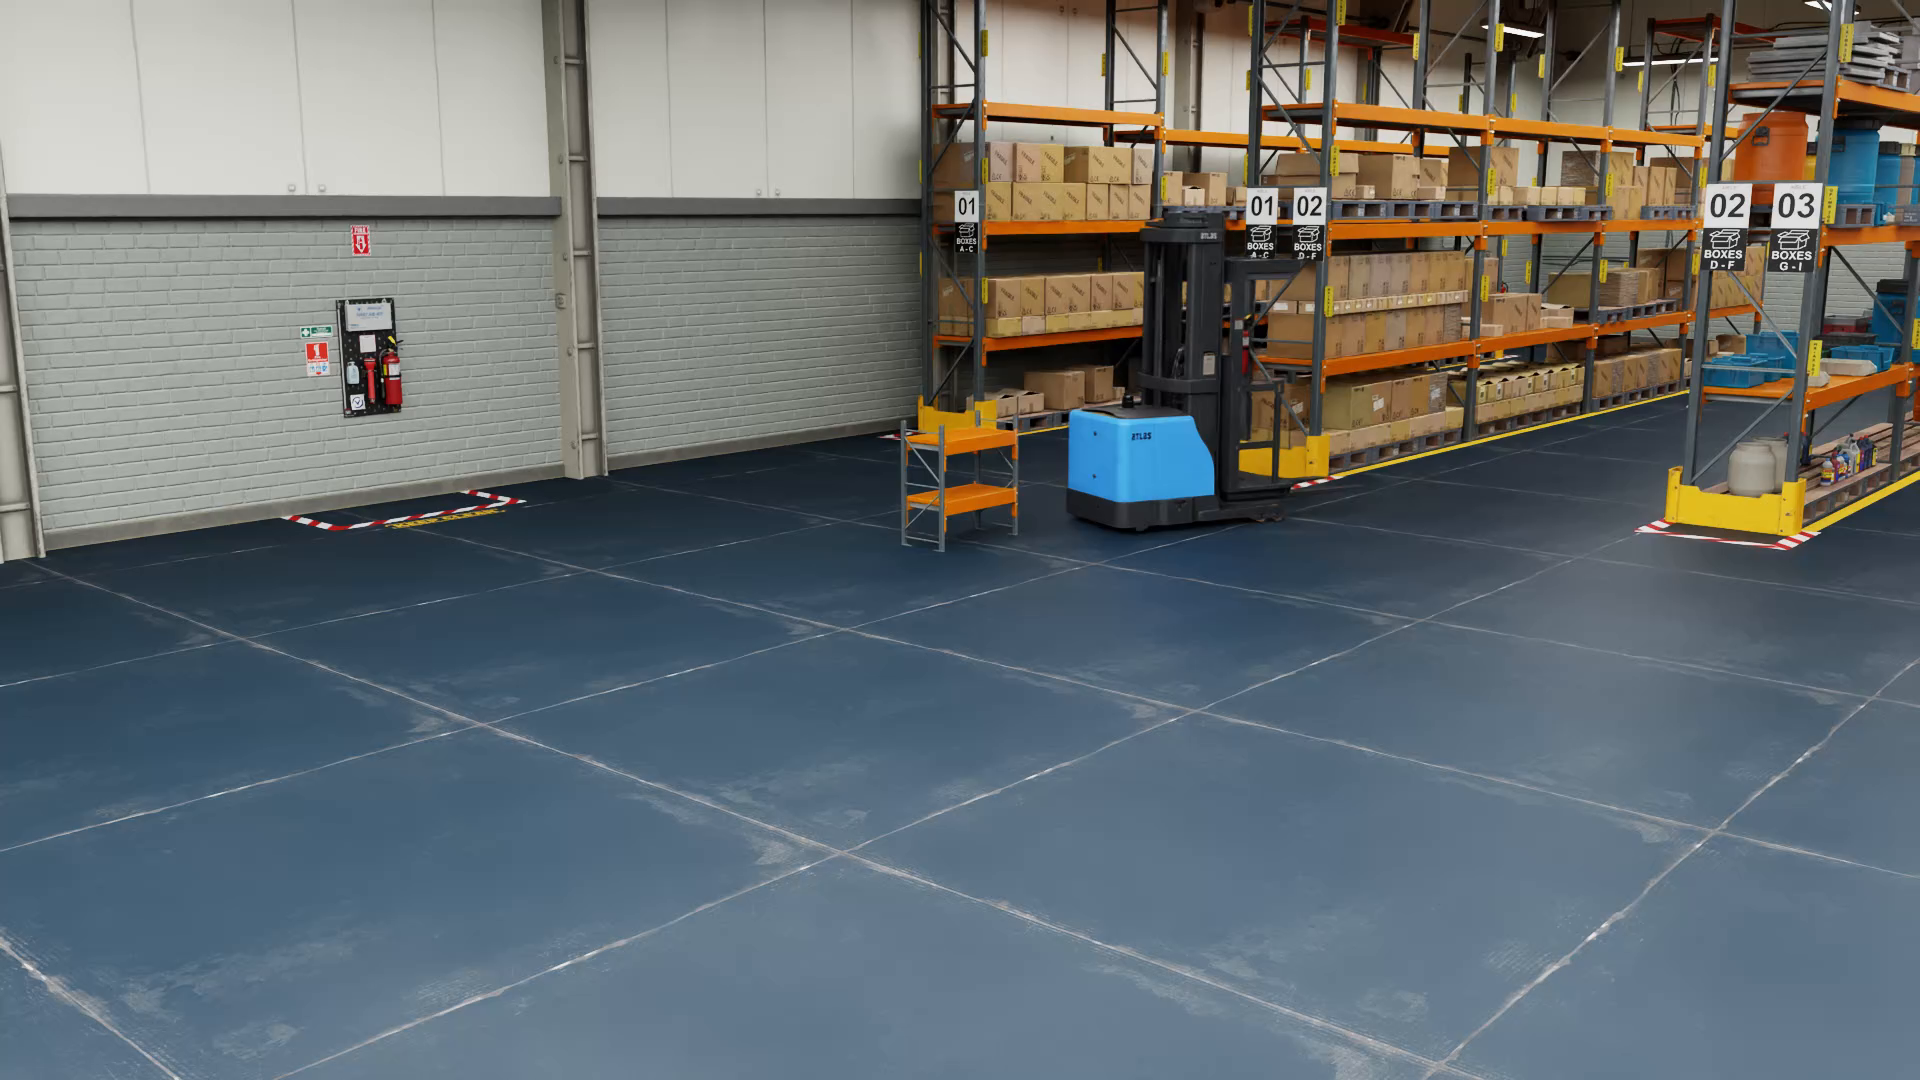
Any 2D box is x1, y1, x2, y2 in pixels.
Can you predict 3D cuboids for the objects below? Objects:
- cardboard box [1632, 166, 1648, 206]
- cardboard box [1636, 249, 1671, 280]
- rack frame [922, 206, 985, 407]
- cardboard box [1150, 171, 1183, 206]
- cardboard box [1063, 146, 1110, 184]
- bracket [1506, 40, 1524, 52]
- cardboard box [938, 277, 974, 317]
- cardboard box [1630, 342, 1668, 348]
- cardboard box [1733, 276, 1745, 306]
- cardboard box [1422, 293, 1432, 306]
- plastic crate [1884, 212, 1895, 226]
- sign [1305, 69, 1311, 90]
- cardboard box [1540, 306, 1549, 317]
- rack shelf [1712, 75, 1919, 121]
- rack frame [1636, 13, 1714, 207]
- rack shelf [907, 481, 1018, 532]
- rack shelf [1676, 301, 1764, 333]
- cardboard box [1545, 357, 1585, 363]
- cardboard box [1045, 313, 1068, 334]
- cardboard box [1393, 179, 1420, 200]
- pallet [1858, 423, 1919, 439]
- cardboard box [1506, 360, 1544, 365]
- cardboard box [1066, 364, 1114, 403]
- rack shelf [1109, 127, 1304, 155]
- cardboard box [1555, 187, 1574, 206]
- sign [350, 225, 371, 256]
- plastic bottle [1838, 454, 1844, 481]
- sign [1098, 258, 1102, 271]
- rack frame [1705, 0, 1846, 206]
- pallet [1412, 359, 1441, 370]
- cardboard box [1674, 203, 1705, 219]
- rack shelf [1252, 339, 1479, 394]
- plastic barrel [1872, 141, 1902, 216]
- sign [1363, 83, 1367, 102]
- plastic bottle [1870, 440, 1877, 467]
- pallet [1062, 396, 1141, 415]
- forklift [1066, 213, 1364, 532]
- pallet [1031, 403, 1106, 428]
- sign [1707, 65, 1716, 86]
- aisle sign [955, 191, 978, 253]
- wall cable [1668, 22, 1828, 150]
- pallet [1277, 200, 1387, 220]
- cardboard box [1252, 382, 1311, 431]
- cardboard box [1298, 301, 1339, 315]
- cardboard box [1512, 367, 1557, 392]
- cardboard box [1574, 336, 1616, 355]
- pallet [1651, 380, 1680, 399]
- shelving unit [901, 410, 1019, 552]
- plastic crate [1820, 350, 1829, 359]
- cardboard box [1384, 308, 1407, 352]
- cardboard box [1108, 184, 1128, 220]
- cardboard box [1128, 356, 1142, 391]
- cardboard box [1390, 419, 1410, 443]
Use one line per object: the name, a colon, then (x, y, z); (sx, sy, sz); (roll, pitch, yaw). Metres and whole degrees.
cardboard box: (10.287, -5.505, 25.876); (0.600, 0.600, 0.600); (9, 14, 38)
cardboard box: (11.692, -4.639, 27.970); (0.500, 0.500, 0.500); (10, 15, 41)
rack frame: (-0.092, -2.866, 21.902); (1.000, 3.000, 0.127); (10, 15, 40)
cardboard box: (2.969, -5.251, 24.855); (0.500, 0.500, 0.500); (-9, 15, -39)
cardboard box: (1.731, -5.206, 23.099); (0.500, 0.500, 0.500); (9, 14, 38)
bracket: (11.595, -10.329, 34.761); (0.235, 0.232, 0.430); (10, 15, 40)
cardboard box: (0.059, -3.267, 22.326); (0.500, 0.500, 0.500); (10, 15, 40)
cardboard box: (11.716, -3.102, 28.343); (0.500, 0.500, 0.500); (10, 15, 40)
cardboard box: (13.429, -4.379, 29.220); (0.500, 0.500, 0.500); (10, 15, 41)
cardboard box: (5.580, -2.965, 20.484); (0.380, 0.149, 0.250); (10, 15, 40)
plastic crate: (9.234, -3.227, 16.724); (0.243, 0.136, 0.396); (10, 15, 40)
sign: (5.603, -7.413, 26.764); (0.100, 0.325, 0.005); (10, 15, 40)
cardboard box: (8.176, -3.253, 24.067); (0.500, 0.311, 0.500); (10, 15, 40)
rack shelf: (8.670, -4.272, 16.484); (1.077, 0.370, 4.000); (10, 15, 40)
rack frame: (11.553, -6.934, 26.950); (1.000, 3.000, 0.127); (10, 15, 40)
rack shelf: (0.004, -0.313, 15.154); (0.538, 0.278, 1.000); (10, 15, 40)
rack shelf: (12.873, -3.933, 29.081); (1.077, 0.370, 4.000); (10, 15, 40)
cardboard box: (9.353, -2.561, 25.634); (0.500, 0.500, 0.500); (11, 15, 43)
cardboard box: (1.141, -2.985, 22.832); (0.500, 0.250, 0.500); (9, 15, 39)
cardboard box: (5.385, -4.397, 20.707); (0.500, 0.311, 0.500); (9, 14, 37)
pallet: (12.090, -1.286, 21.110); (1.003, 0.211, 1.213); (10, 15, 40)
cardboard box: (8.346, -2.497, 24.569); (0.500, 0.311, 0.500); (10, 15, 42)
cardboard box: (1.893, -2.287, 24.260); (0.500, 0.500, 0.500); (8, 14, 36)
rack shelf: (3.869, -6.142, 25.844); (1.077, 0.370, 4.000); (10, 15, 40)
cardboard box: (8.323, -4.853, 23.503); (0.500, 0.250, 0.500); (10, 15, 42)
sign: (-5.980, -2.988, 16.594); (0.001, 0.298, 0.199); (10, 15, 40)
plastic bottle: (9.073, -0.755, 17.173); (0.097, 0.271, 0.097); (0, 11, 0)
sign: (2.129, -4.094, 25.092); (0.100, 0.325, 0.005); (10, 15, 40)
rack frame: (7.350, -4.527, 14.902); (1.000, 3.000, 0.127); (10, 15, 40)
pallet: (8.390, -3.366, 31.524); (1.003, 0.211, 1.213); (10, 15, 40)
cardboard box: (12.060, -5.429, 27.457); (0.500, 0.250, 0.500); (10, 15, 40)
rack shelf: (4.952, -2.168, 20.242); (1.077, 0.370, 4.000); (10, 15, 40)
plastic barrel: (10.163, -3.993, 18.608); (0.600, 0.901, 0.708); (10, 15, 40)
sign: (7.429, -8.185, 30.424); (0.100, 0.325, 0.005); (10, 15, 40)
plastic bottle: (9.920, -0.944, 18.091); (0.061, 0.283, 0.133); (11, 16, 43)
pallet: (2.132, -1.984, 24.604); (1.003, 0.211, 1.213); (10, 15, 40)
forklift: (2.590, -1.692, 16.197); (3.031, 2.935, 1.130); (-6, 13, -26)
pallet: (1.326, -1.803, 23.701); (1.003, 0.211, 1.213); (10, 15, 40)
sign: (11.973, -7.398, 26.488); (0.100, 0.325, 0.005); (10, 15, 40)
aisle sign: (0.086, -4.091, 21.400); (0.394, 0.787, 0.004); (10, 15, 40)
wall cable: (16.504, -9.552, 35.094); (3.097, 2.526, 0.112); (10, 15, 40)
pallet: (4.118, -3.754, 18.917); (1.003, 0.211, 1.213); (10, 15, 40)
cardboard box: (3.762, -1.569, 19.441); (0.500, 0.500, 0.500); (10, 15, 40)
cardboard box: (4.052, -2.623, 18.775); (0.380, 0.149, 0.250); (10, 15, 40)
cardboard box: (8.078, -2.276, 23.462); (0.500, 0.311, 0.500); (10, 15, 40)
cardboard box: (10.060, -3.089, 26.361); (0.500, 0.250, 0.500); (9, 15, 39)
pallet: (11.044, -2.500, 27.187); (1.003, 0.211, 1.213); (10, 15, 40)
shelving unit: (0.004, -0.553, 15.106); (0.538, 1.125, 1.048); (10, 15, 40)
plastic crate: (8.882, -1.906, 17.639); (0.450, 0.188, 0.662); (10, 15, 40)
cardboard box: (4.969, -2.570, 20.166); (0.700, 0.500, 0.500); (10, 15, 42)
cardboard box: (2.057, -4.805, 23.647); (0.500, 0.500, 0.500); (8, 14, 36)
cardboard box: (3.022, -2.555, 25.603); (0.700, 0.500, 0.500); (10, 15, 42)
cardboard box: (5.144, -1.354, 20.281); (0.500, 0.250, 0.500); (10, 15, 40)
